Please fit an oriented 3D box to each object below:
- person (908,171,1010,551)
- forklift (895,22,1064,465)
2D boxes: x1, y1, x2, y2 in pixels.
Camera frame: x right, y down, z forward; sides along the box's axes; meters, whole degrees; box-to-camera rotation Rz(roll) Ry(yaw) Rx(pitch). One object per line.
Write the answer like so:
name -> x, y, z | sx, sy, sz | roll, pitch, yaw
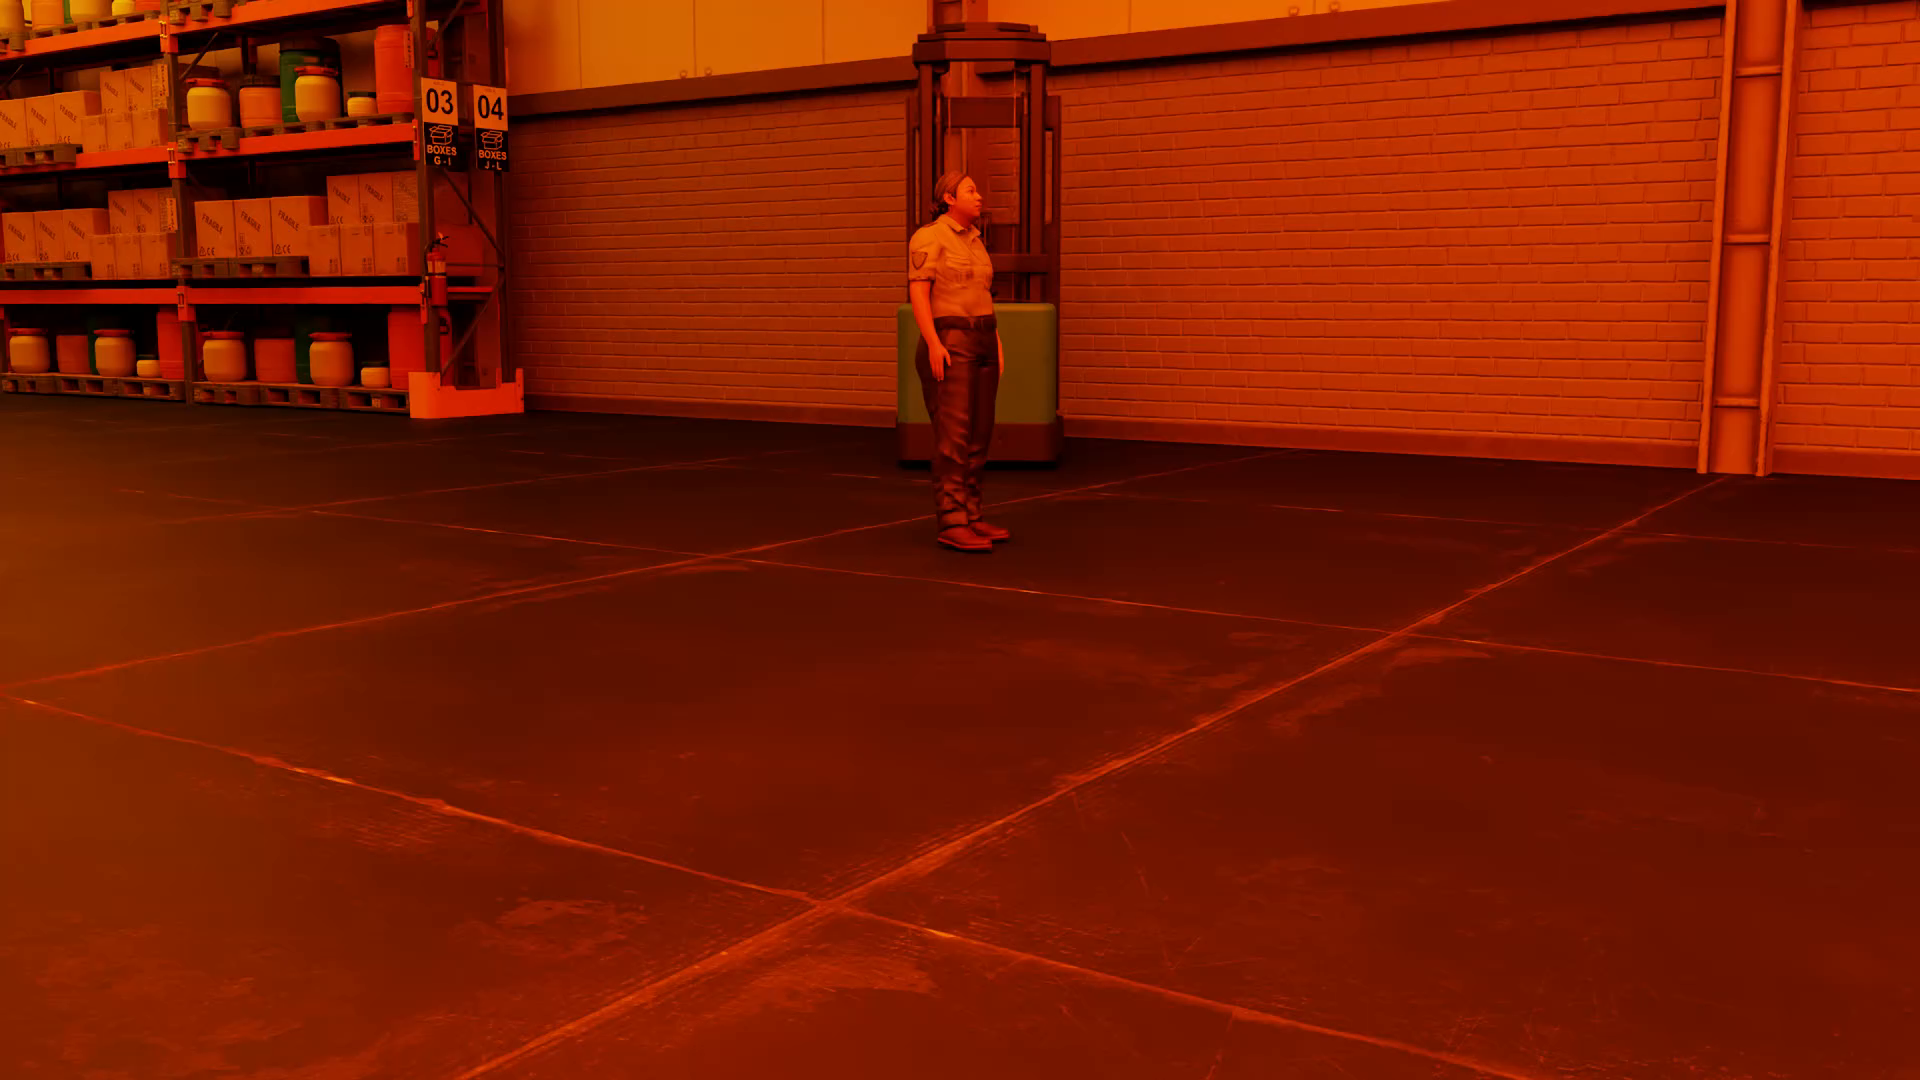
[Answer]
person -> 0.061, -0.813, 7.419 | 0.503, 1.650, 0.599 | 5, 10, 34
forklift -> 0.179, -2.101, 11.966 | 1.130, 2.935, 3.031 | 0, 8, 3
